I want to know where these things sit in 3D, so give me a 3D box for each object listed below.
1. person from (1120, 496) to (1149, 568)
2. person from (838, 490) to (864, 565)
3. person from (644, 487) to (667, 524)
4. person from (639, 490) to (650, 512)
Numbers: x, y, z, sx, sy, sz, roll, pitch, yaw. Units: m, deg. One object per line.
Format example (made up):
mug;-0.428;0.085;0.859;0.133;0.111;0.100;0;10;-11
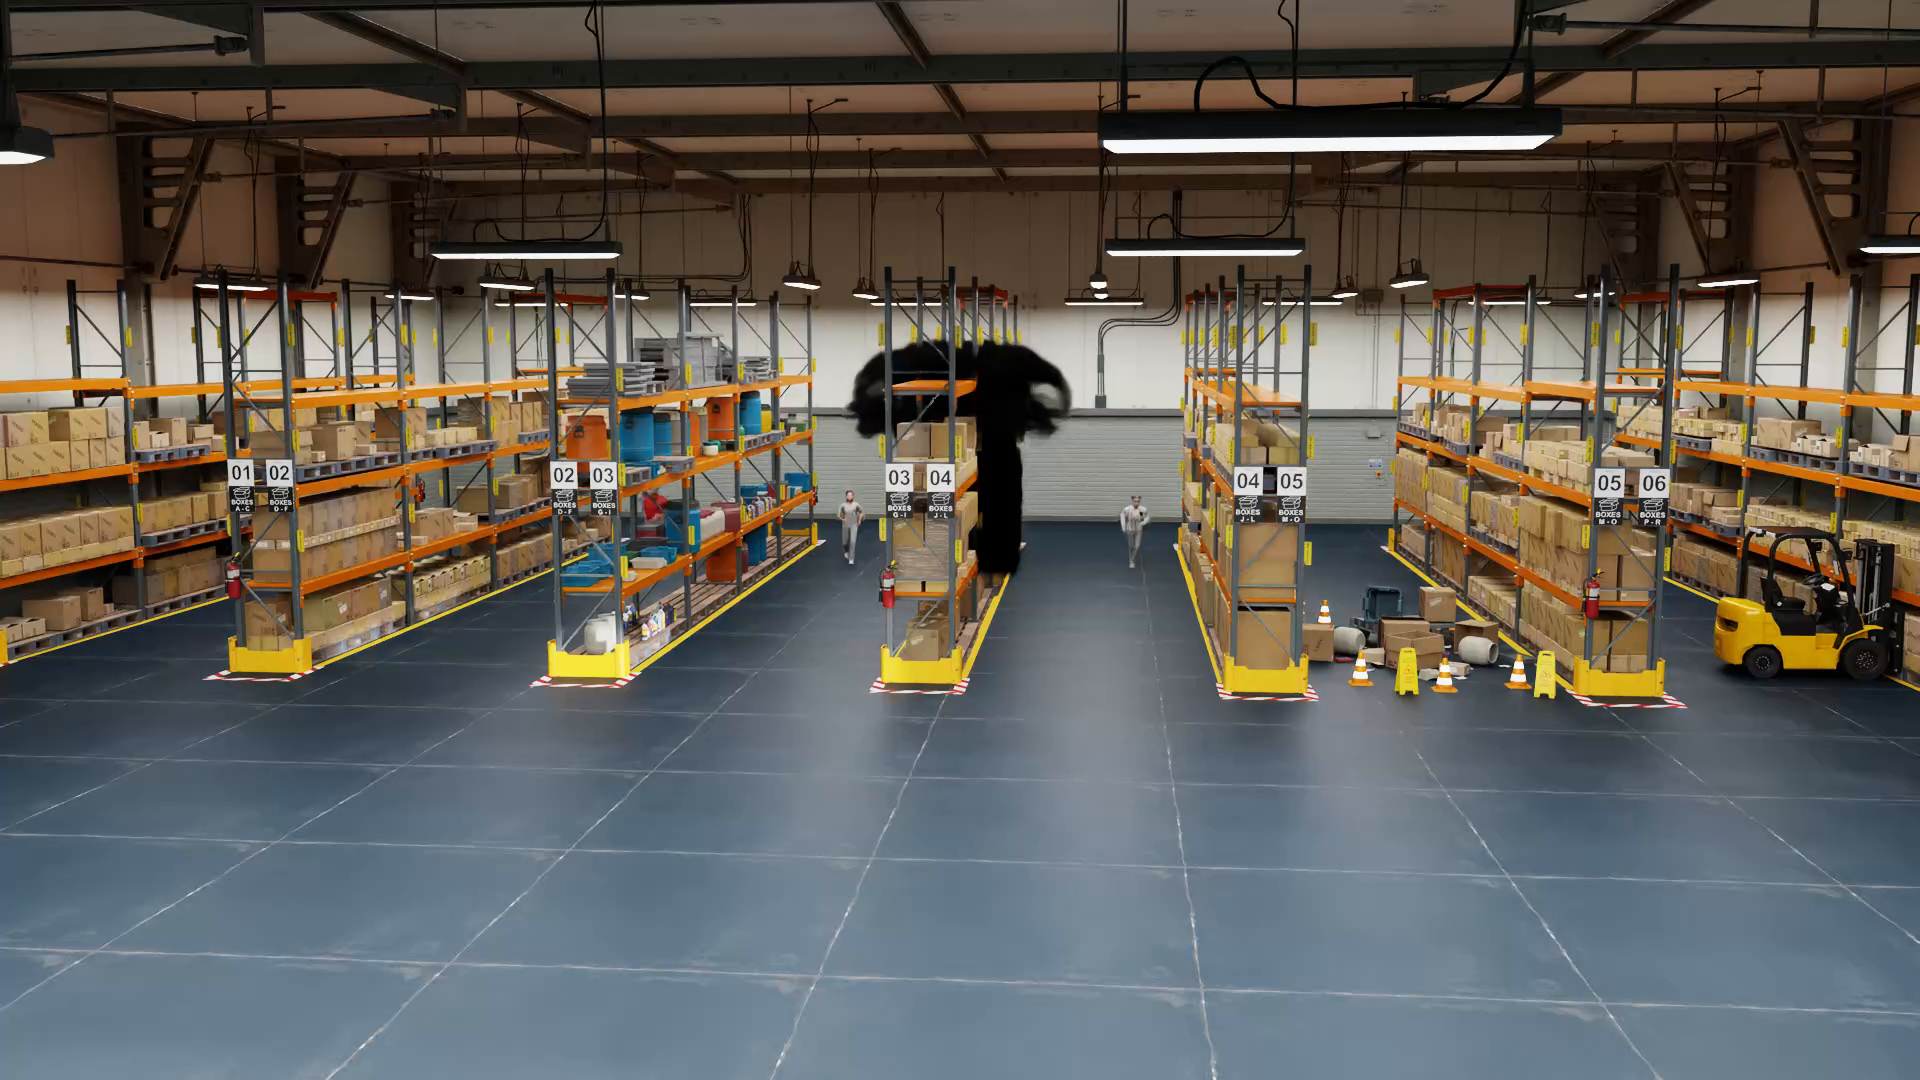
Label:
person;3.820;-0.192;36.372;0.607;1.619;0.686;0;7;-2
person;-2.428;-0.291;36.942;0.574;1.628;0.758;0;7;-3
person;-6.377;-0.287;34.705;0.645;1.740;0.586;2;7;16
person;-7.760;-0.789;41.411;0.784;1.570;0.580;6;9;42
